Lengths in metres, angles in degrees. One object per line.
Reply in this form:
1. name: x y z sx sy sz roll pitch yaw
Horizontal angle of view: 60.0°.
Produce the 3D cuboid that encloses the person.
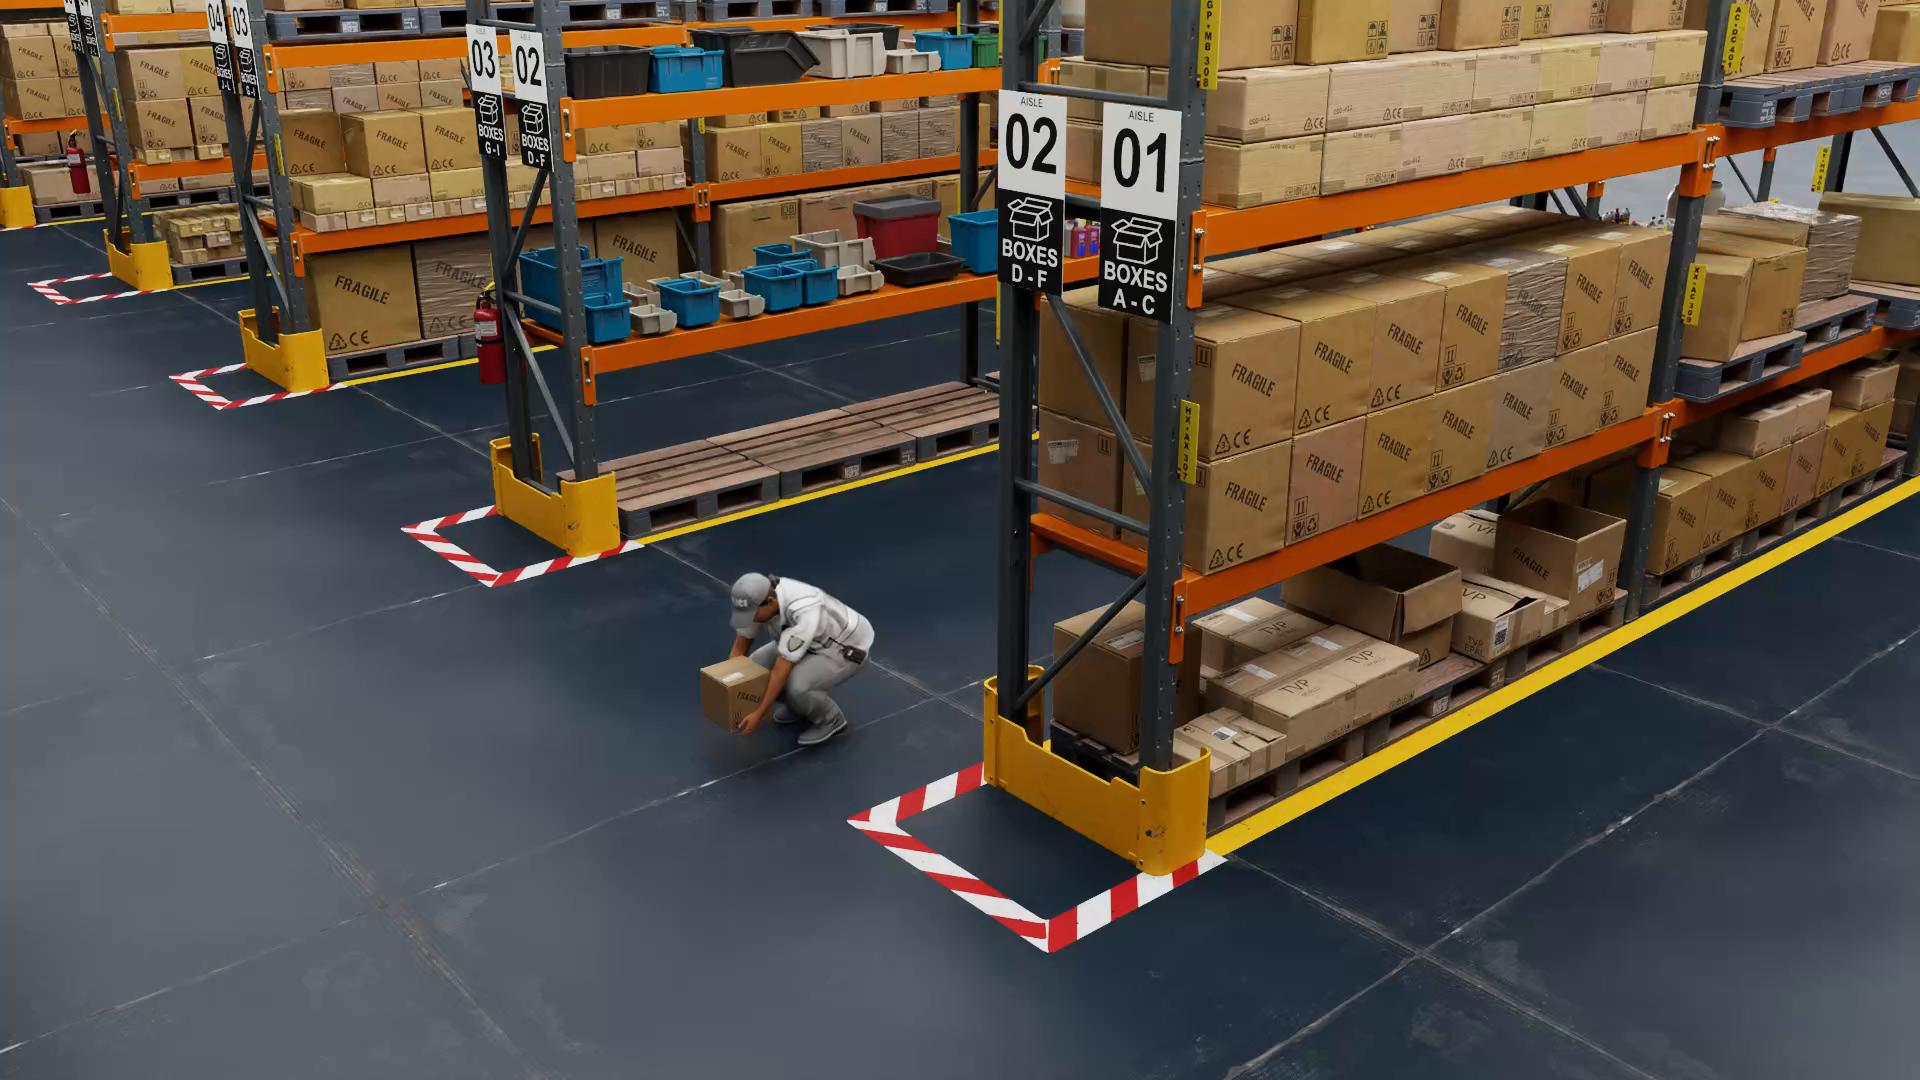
1. person: -0.828 0.530 8.216 0.858 0.956 0.505 -18 27 -38
